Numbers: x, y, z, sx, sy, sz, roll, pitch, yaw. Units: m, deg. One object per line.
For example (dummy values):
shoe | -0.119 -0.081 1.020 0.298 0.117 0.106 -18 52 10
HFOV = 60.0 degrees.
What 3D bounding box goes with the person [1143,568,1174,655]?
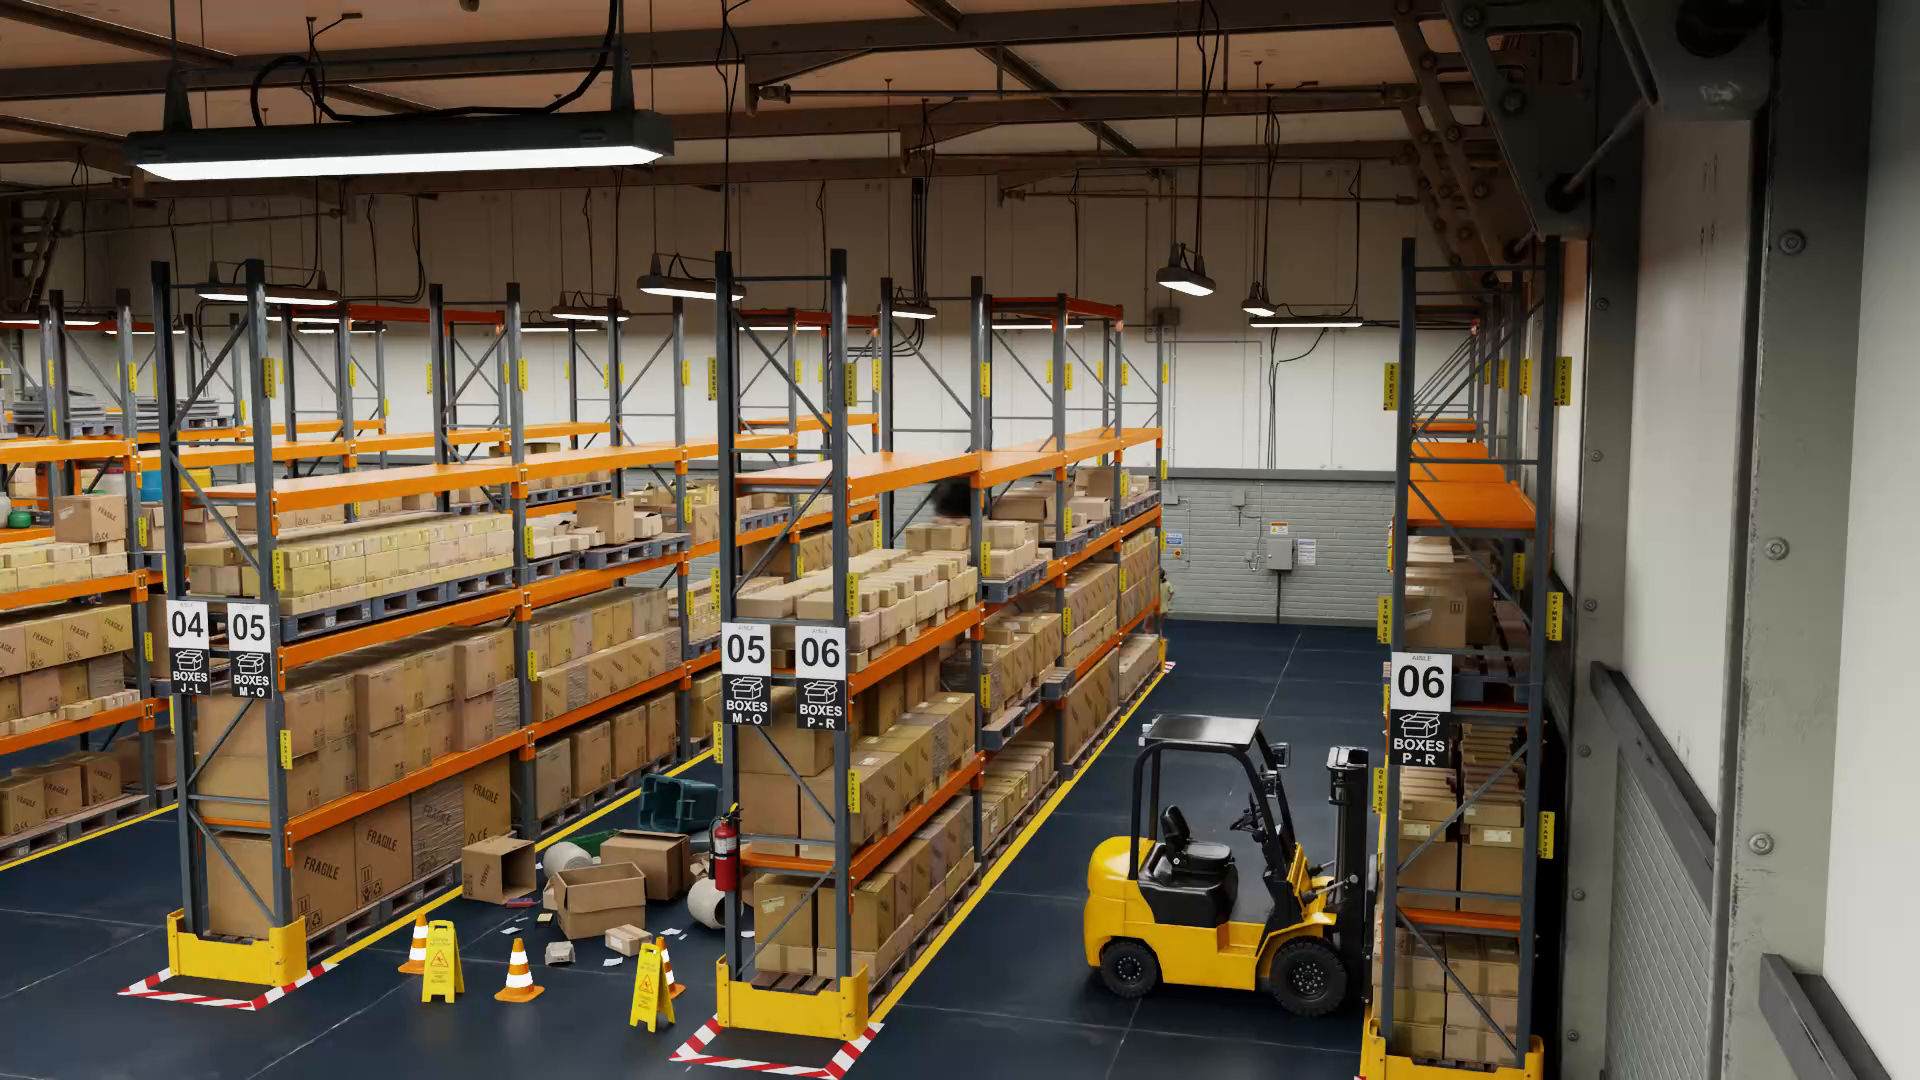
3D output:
person | 3.459 1.267 29.370 0.633 1.623 0.505 -5 8 -39
